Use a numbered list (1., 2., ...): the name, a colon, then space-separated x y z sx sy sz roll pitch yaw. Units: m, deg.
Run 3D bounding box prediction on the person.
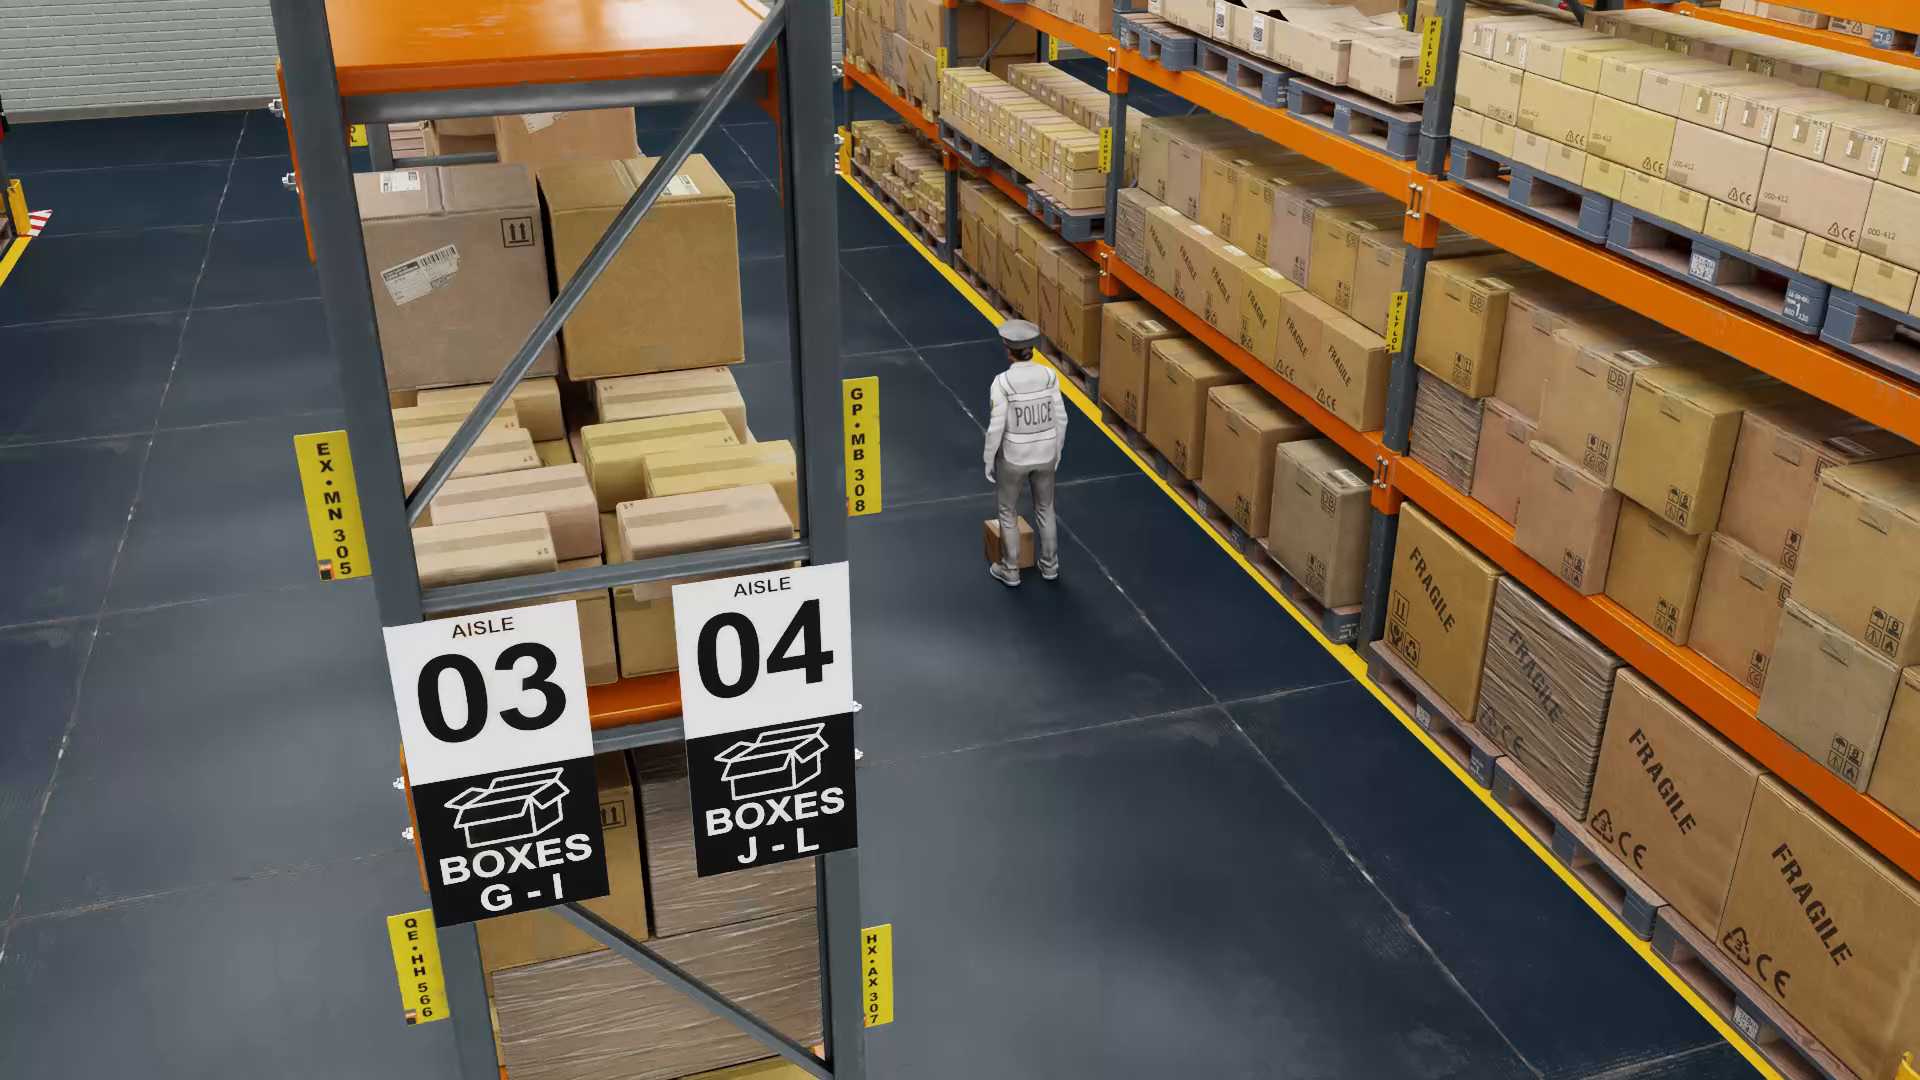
1. person: 0.392 -0.506 10.126 0.539 1.662 0.374 -10 28 -19
